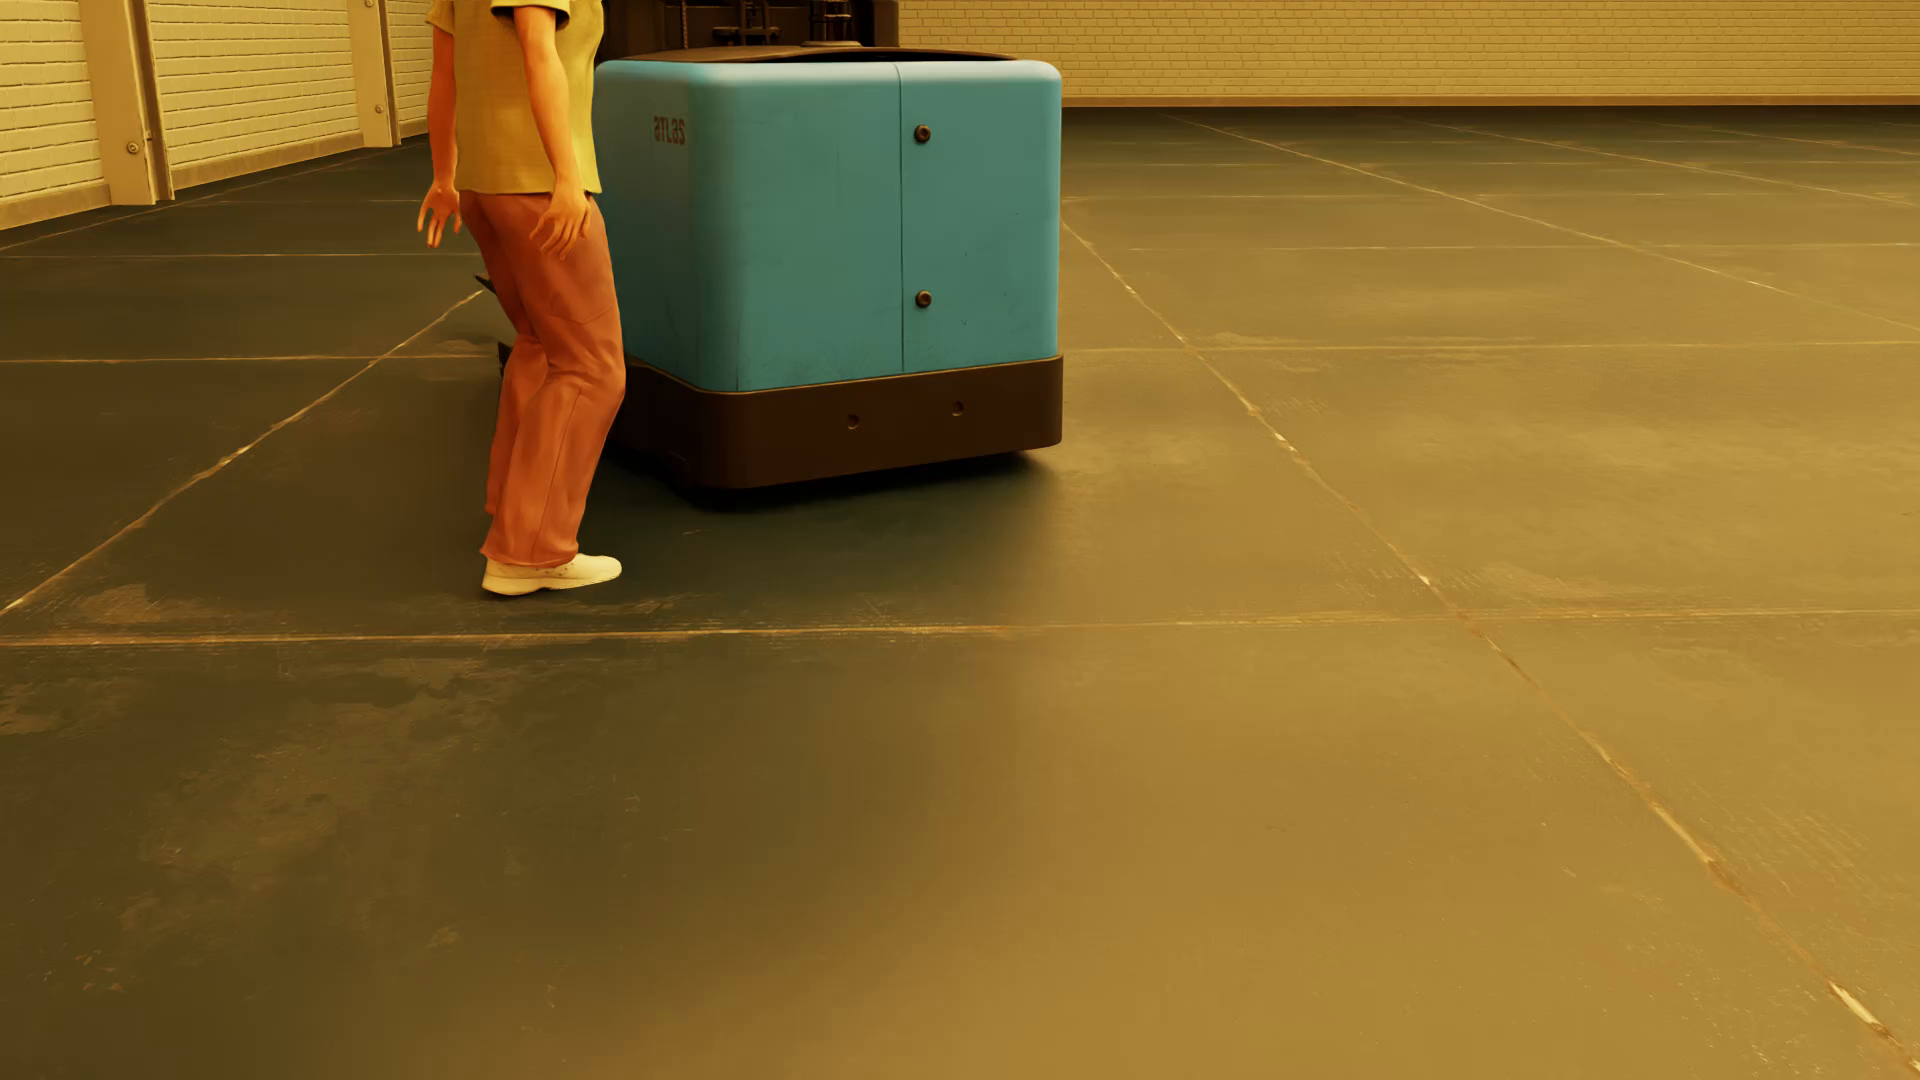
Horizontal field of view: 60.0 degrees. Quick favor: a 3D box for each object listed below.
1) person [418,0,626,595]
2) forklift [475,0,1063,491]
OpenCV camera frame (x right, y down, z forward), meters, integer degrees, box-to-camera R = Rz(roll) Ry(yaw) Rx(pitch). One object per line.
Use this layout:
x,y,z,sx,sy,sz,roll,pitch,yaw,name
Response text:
-0.926,-0.717,3.499,0.396,1.645,0.803,-12,21,-35,person
-0.884,-1.907,5.140,1.130,2.935,3.031,-9,19,-28,forklift
